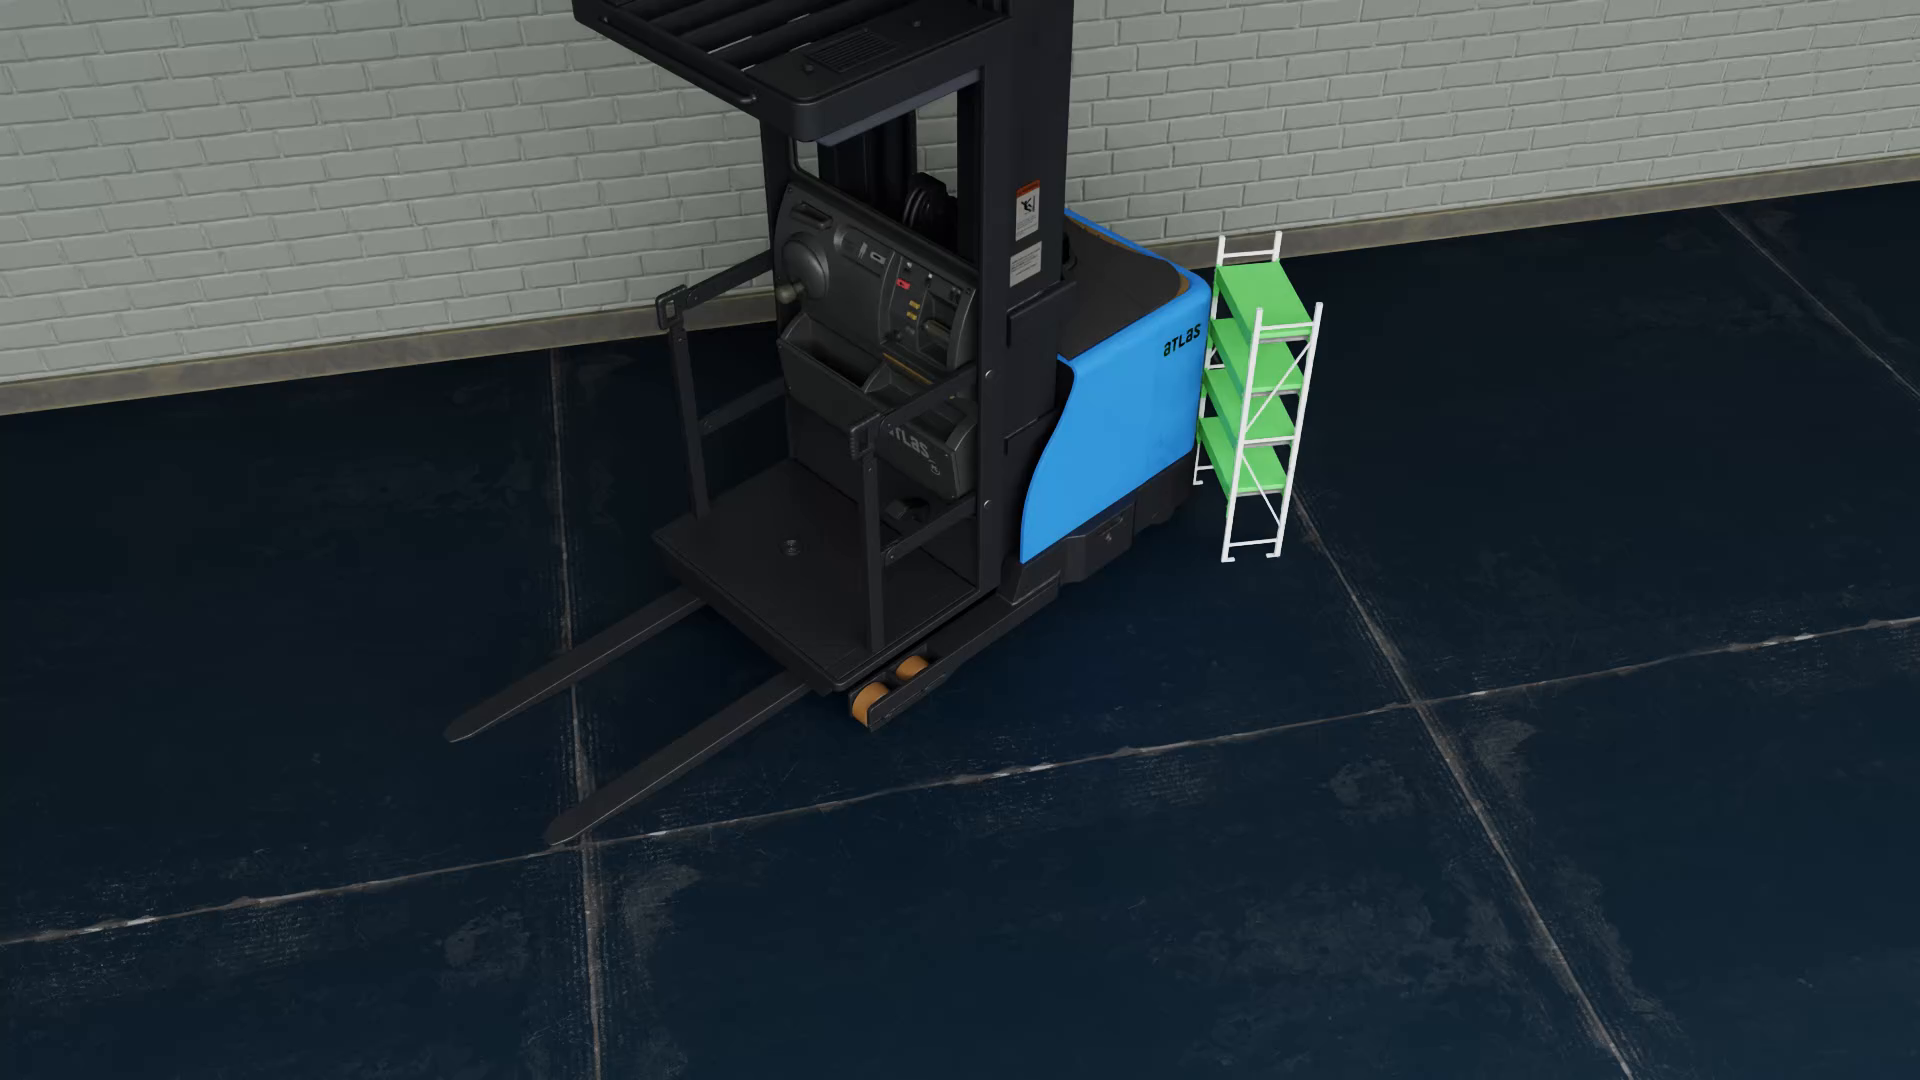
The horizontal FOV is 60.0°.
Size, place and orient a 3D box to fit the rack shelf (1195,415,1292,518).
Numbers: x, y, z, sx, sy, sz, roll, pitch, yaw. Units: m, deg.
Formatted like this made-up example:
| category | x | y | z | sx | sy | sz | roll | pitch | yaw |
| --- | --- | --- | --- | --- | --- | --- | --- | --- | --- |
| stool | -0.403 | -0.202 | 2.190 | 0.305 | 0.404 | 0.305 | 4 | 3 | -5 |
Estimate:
| category | x | y | z | sx | sy | sz | roll | pitch | yaw |
| --- | --- | --- | --- | --- | --- | --- | --- | --- | --- |
| rack shelf | 1.127 | -0.309 | 6.653 | 0.258 | 0.148 | 0.480 | -6 | 42 | -7 |

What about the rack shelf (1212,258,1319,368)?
| category | x | y | z | sx | sy | sz | roll | pitch | yaw |
| --- | --- | --- | --- | --- | --- | --- | --- | --- | --- |
| rack shelf | 1.127 | -0.848 | 6.175 | 0.258 | 0.148 | 0.480 | -6 | 42 | -7 |

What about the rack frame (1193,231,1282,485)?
| category | x | y | z | sx | sy | sz | roll | pitch | yaw |
| --- | --- | --- | --- | --- | --- | --- | --- | --- | --- |
| rack frame | 1.089 | -0.697 | 6.631 | 0.240 | 1.200 | 0.015 | -6 | 42 | -7 |

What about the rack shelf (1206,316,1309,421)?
| category | x | y | z | sx | sy | sz | roll | pitch | yaw |
| --- | --- | --- | --- | --- | --- | --- | --- | --- | --- |
| rack shelf | 1.127 | -0.668 | 6.334 | 0.258 | 0.148 | 0.480 | -6 | 42 | -7 |

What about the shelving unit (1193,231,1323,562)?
| category | x | y | z | sx | sy | sz | roll | pitch | yaw |
| --- | --- | --- | --- | --- | --- | --- | --- | --- | --- |
| shelving unit | 1.127 | -0.537 | 6.451 | 0.258 | 1.200 | 0.503 | -6 | 42 | -7 |

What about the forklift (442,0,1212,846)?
| category | x | y | z | sx | sy | sz | roll | pitch | yaw |
| --- | --- | --- | --- | --- | --- | --- | --- | --- | --- |
| forklift | -0.448 | -0.809 | 5.453 | 3.031 | 2.935 | 1.130 | -33 | 51 | -31 |

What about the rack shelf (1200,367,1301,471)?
| category | x | y | z | sx | sy | sz | roll | pitch | yaw |
| --- | --- | --- | --- | --- | --- | --- | --- | --- | --- |
| rack shelf | 1.127 | -0.489 | 6.493 | 0.258 | 0.148 | 0.480 | -6 | 42 | -7 |

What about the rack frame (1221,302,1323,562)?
| category | x | y | z | sx | sy | sz | roll | pitch | yaw |
| --- | --- | --- | --- | --- | --- | --- | --- | --- | --- |
| rack frame | 1.164 | -0.377 | 6.270 | 0.240 | 1.200 | 0.015 | -6 | 42 | -7 |
